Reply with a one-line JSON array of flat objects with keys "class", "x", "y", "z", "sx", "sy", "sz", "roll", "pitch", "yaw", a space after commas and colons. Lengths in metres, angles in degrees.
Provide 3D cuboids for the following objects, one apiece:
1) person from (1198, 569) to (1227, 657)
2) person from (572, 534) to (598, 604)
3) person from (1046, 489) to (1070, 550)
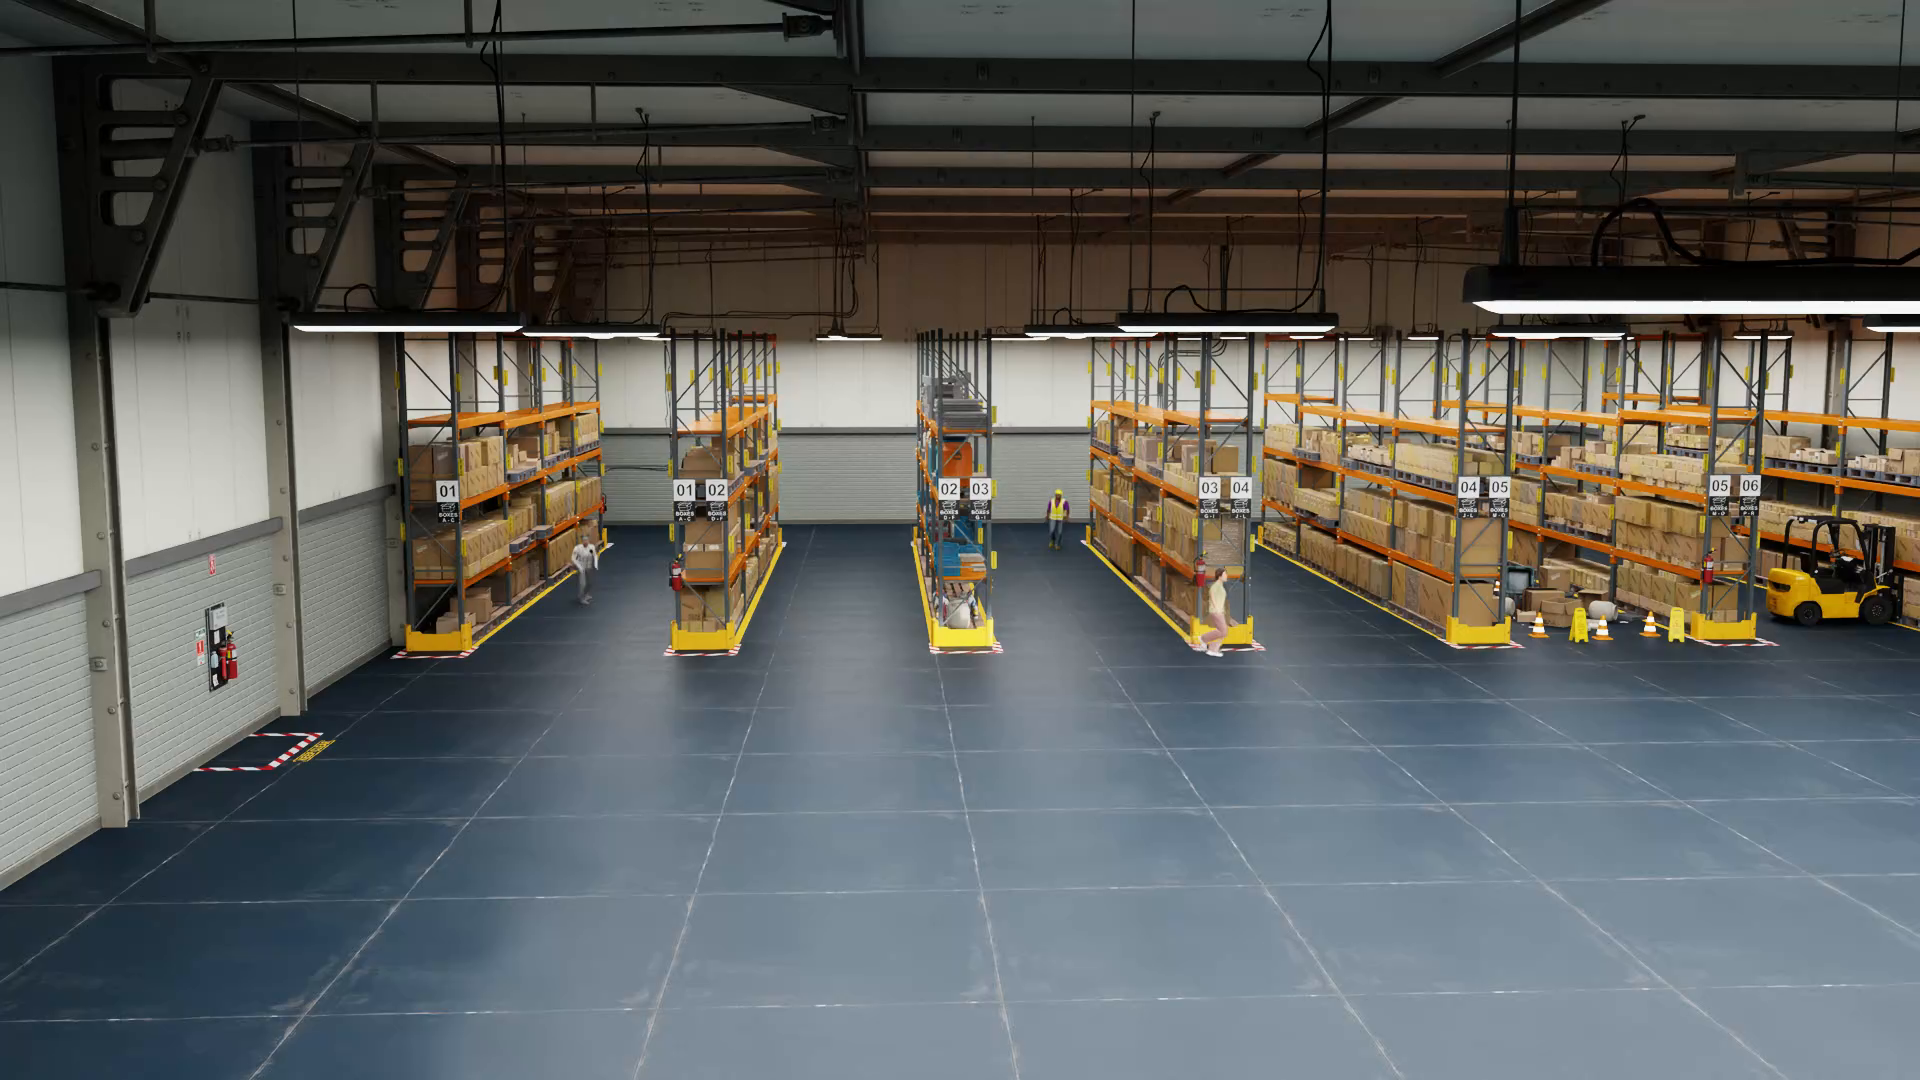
[{"class": "person", "x": 4.658, "y": 1.334, "z": 30.563, "sx": 0.550, "sy": 1.631, "sz": 0.644, "roll": 2, "pitch": 7, "yaw": 18}, {"class": "person", "x": -8.302, "y": 0.621, "z": 36.681, "sx": 0.596, "sy": 1.583, "sz": 0.784, "roll": -5, "pitch": 8, "yaw": -36}, {"class": "person", "x": 2.705, "y": -0.565, "z": 46.049, "sx": 0.692, "sy": 1.710, "sz": 0.803, "roll": 1, "pitch": 7, "yaw": 7}]
